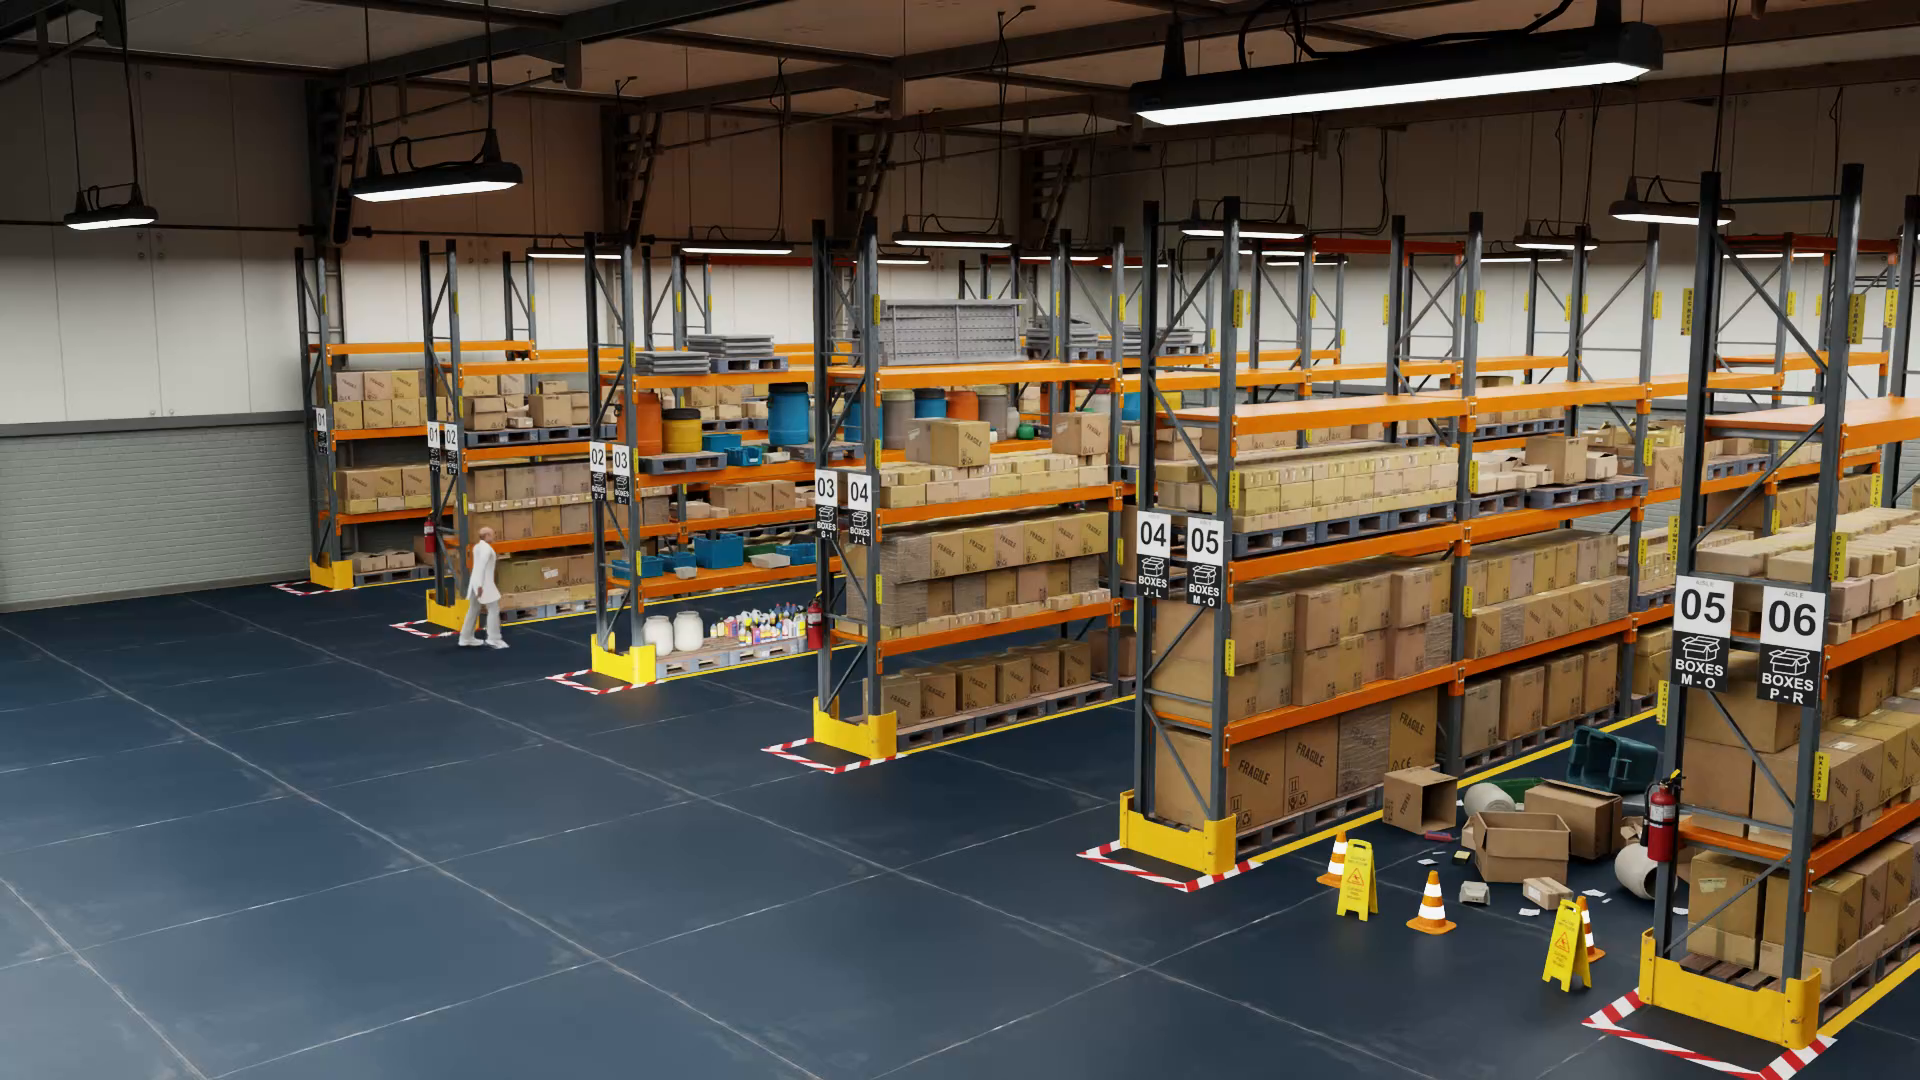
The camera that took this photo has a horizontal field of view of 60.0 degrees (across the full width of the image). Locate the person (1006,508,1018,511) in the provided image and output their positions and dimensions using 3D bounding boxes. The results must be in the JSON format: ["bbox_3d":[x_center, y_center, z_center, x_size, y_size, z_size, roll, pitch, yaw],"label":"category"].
[{"bbox_3d":[0.812,0.271,25.591,0.685,1.847,0.578,-8,11,-43],"label":"person"}]

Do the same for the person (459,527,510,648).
[{"bbox_3d":[-7.093,0.723,24.555,0.663,1.829,0.580,-8,11,-42],"label":"person"}]
